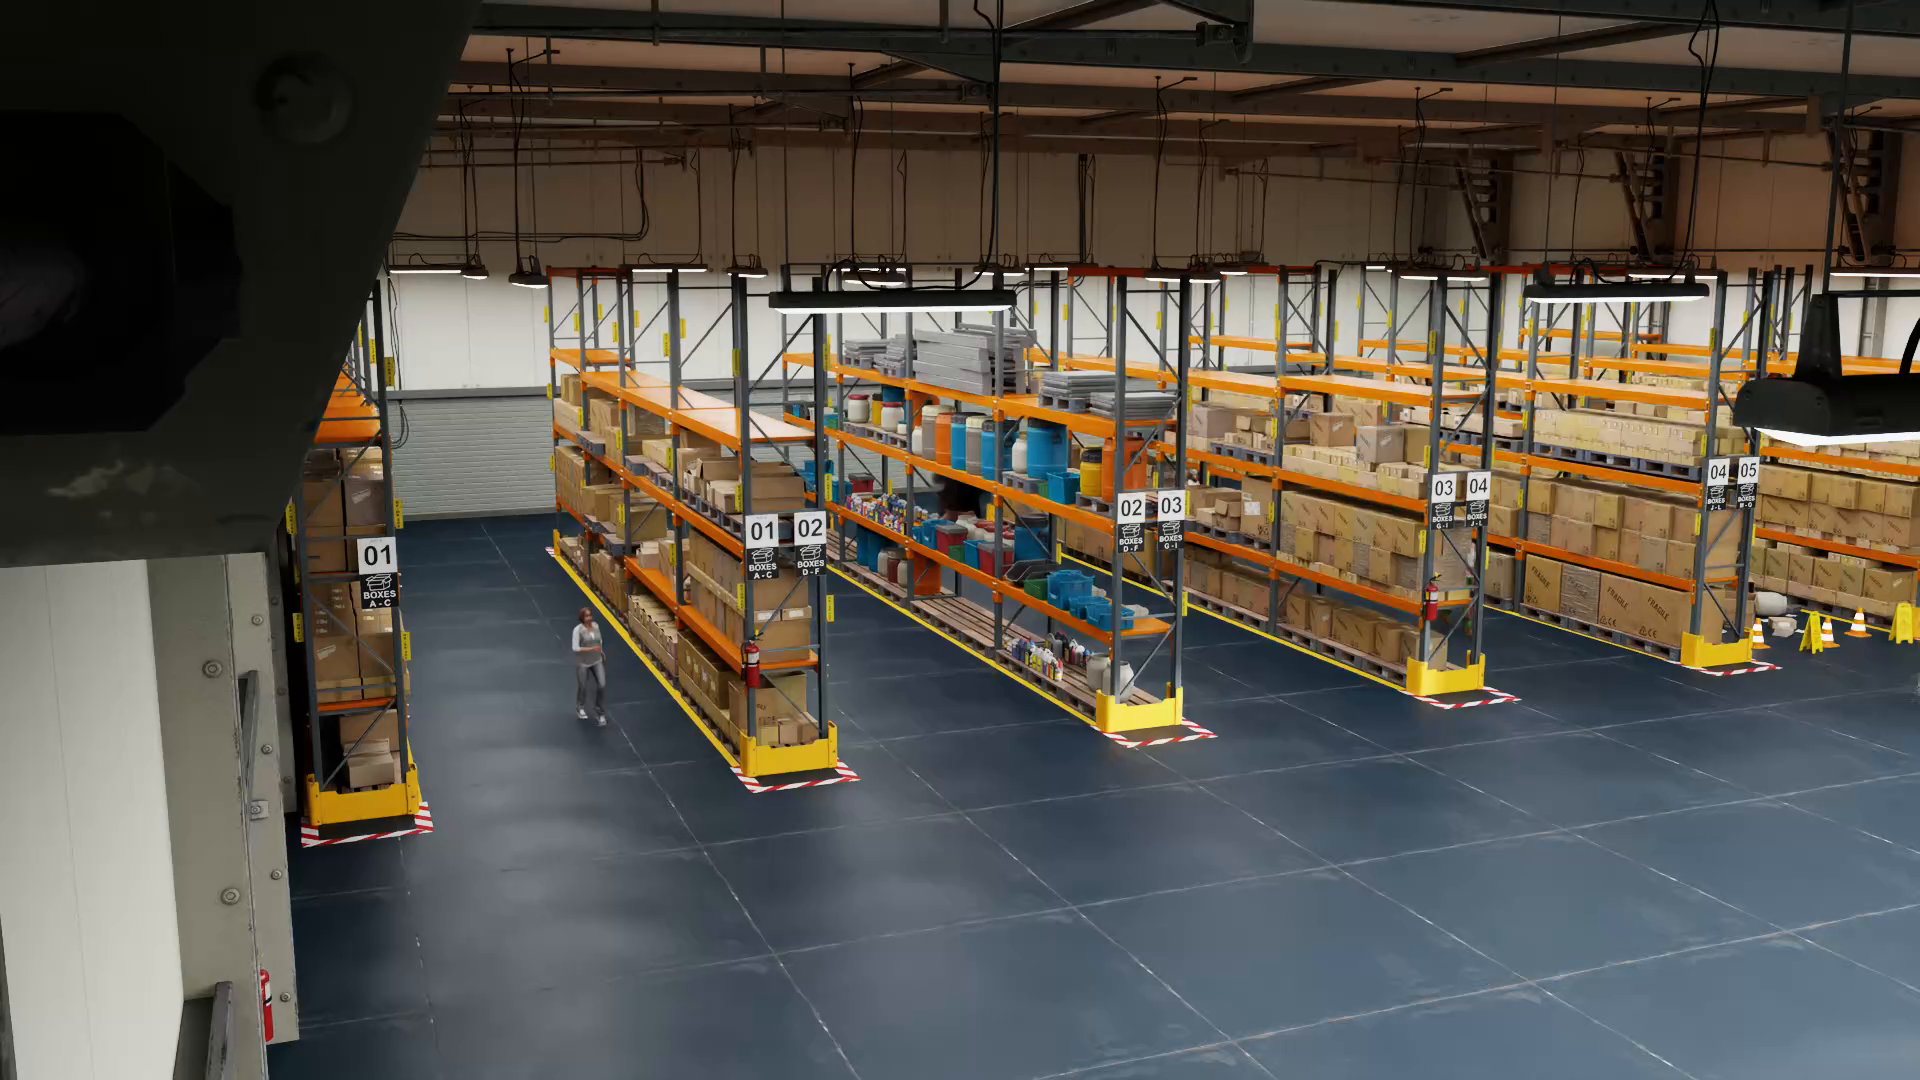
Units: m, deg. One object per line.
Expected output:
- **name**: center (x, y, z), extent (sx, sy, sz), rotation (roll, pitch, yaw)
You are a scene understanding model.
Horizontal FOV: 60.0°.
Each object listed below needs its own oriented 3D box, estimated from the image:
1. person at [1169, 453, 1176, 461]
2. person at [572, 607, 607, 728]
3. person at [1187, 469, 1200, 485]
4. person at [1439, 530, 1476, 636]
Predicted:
- **person**: center (5.559, -1.817, 41.804), extent (0.698, 1.770, 0.967), rotation (7, 12, 35)
- **person**: center (-4.968, 1.694, 22.306), extent (0.504, 1.638, 0.711), rotation (-7, 12, -33)
- **person**: center (5.080, -0.710, 35.939), extent (0.571, 1.644, 0.648), rotation (-6, 11, -29)
- **person**: center (8.409, 0.641, 27.781), extent (0.629, 1.817, 0.907), rotation (-5, 11, -28)
